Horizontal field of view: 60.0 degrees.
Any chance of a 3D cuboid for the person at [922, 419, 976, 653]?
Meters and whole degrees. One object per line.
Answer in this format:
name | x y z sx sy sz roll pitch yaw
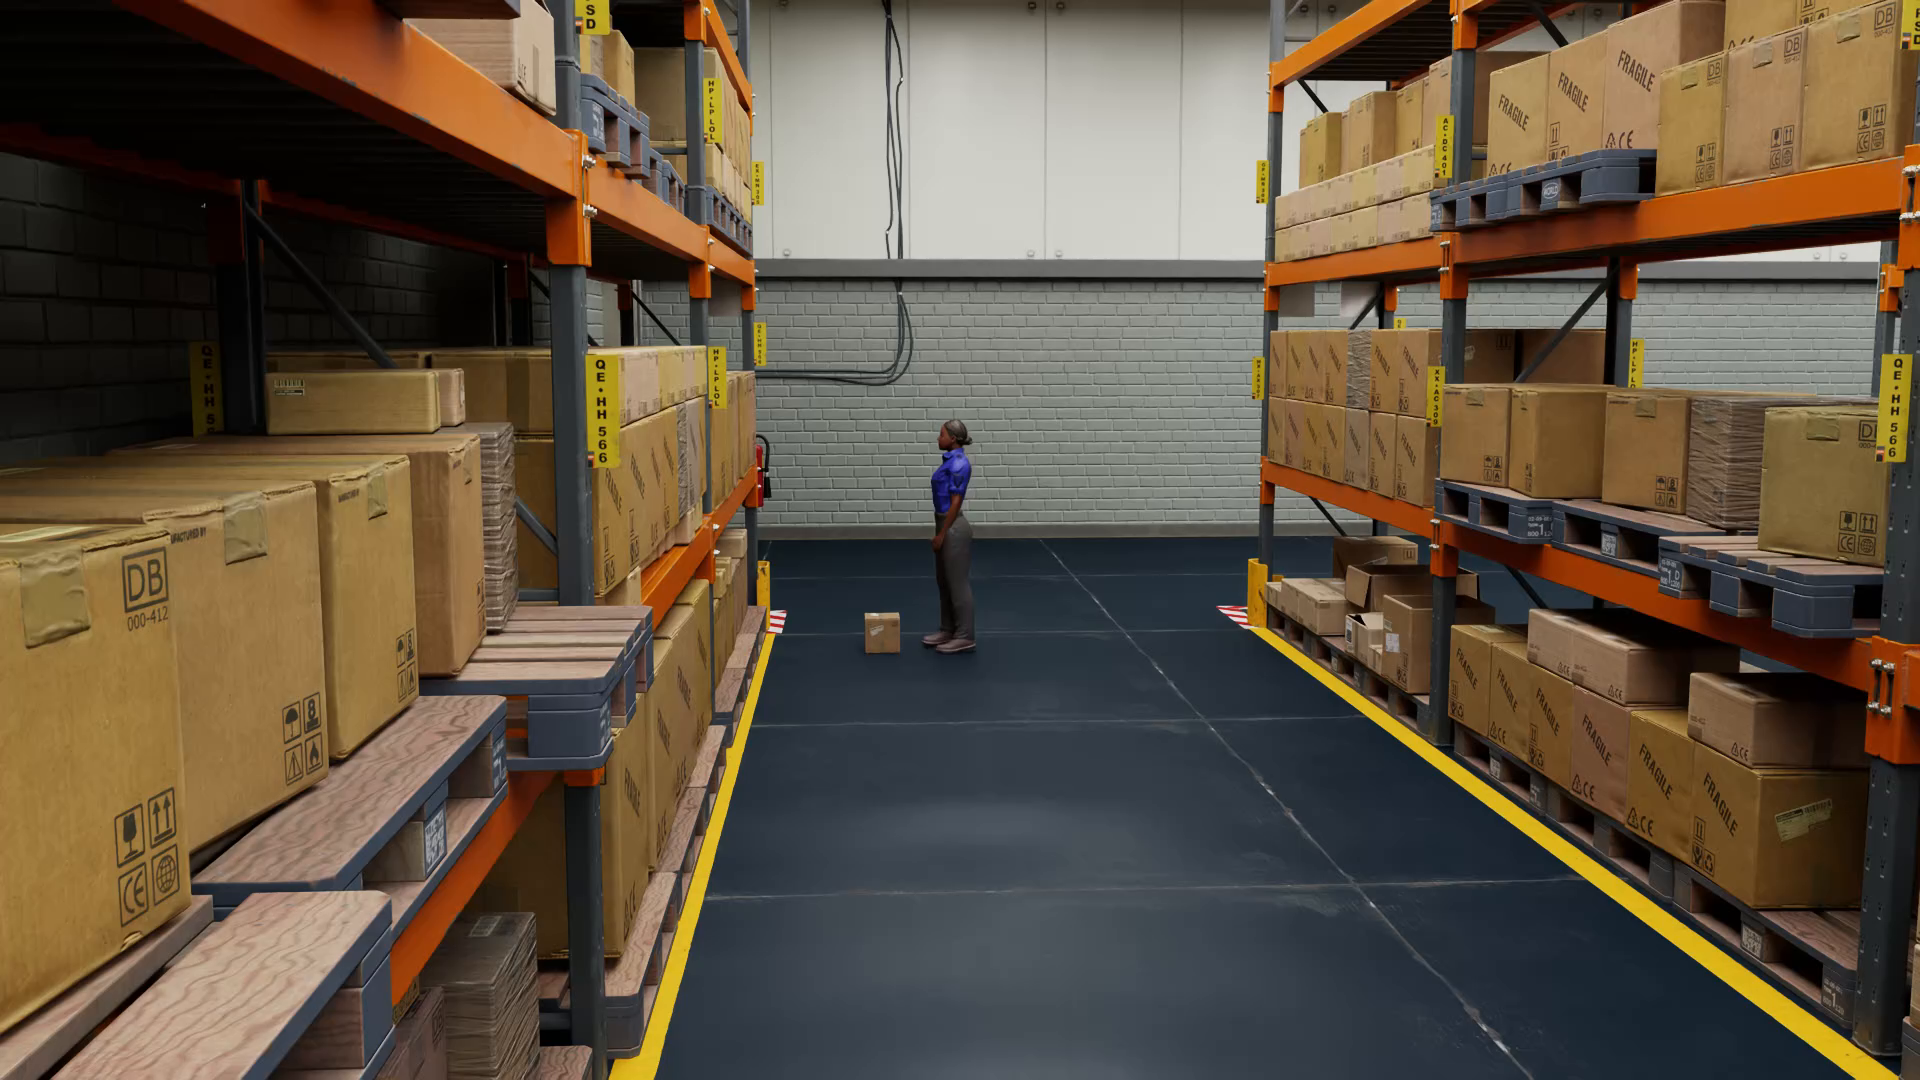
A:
person | -0.085 -0.041 12.004 0.359 1.663 0.440 -1 7 -9
